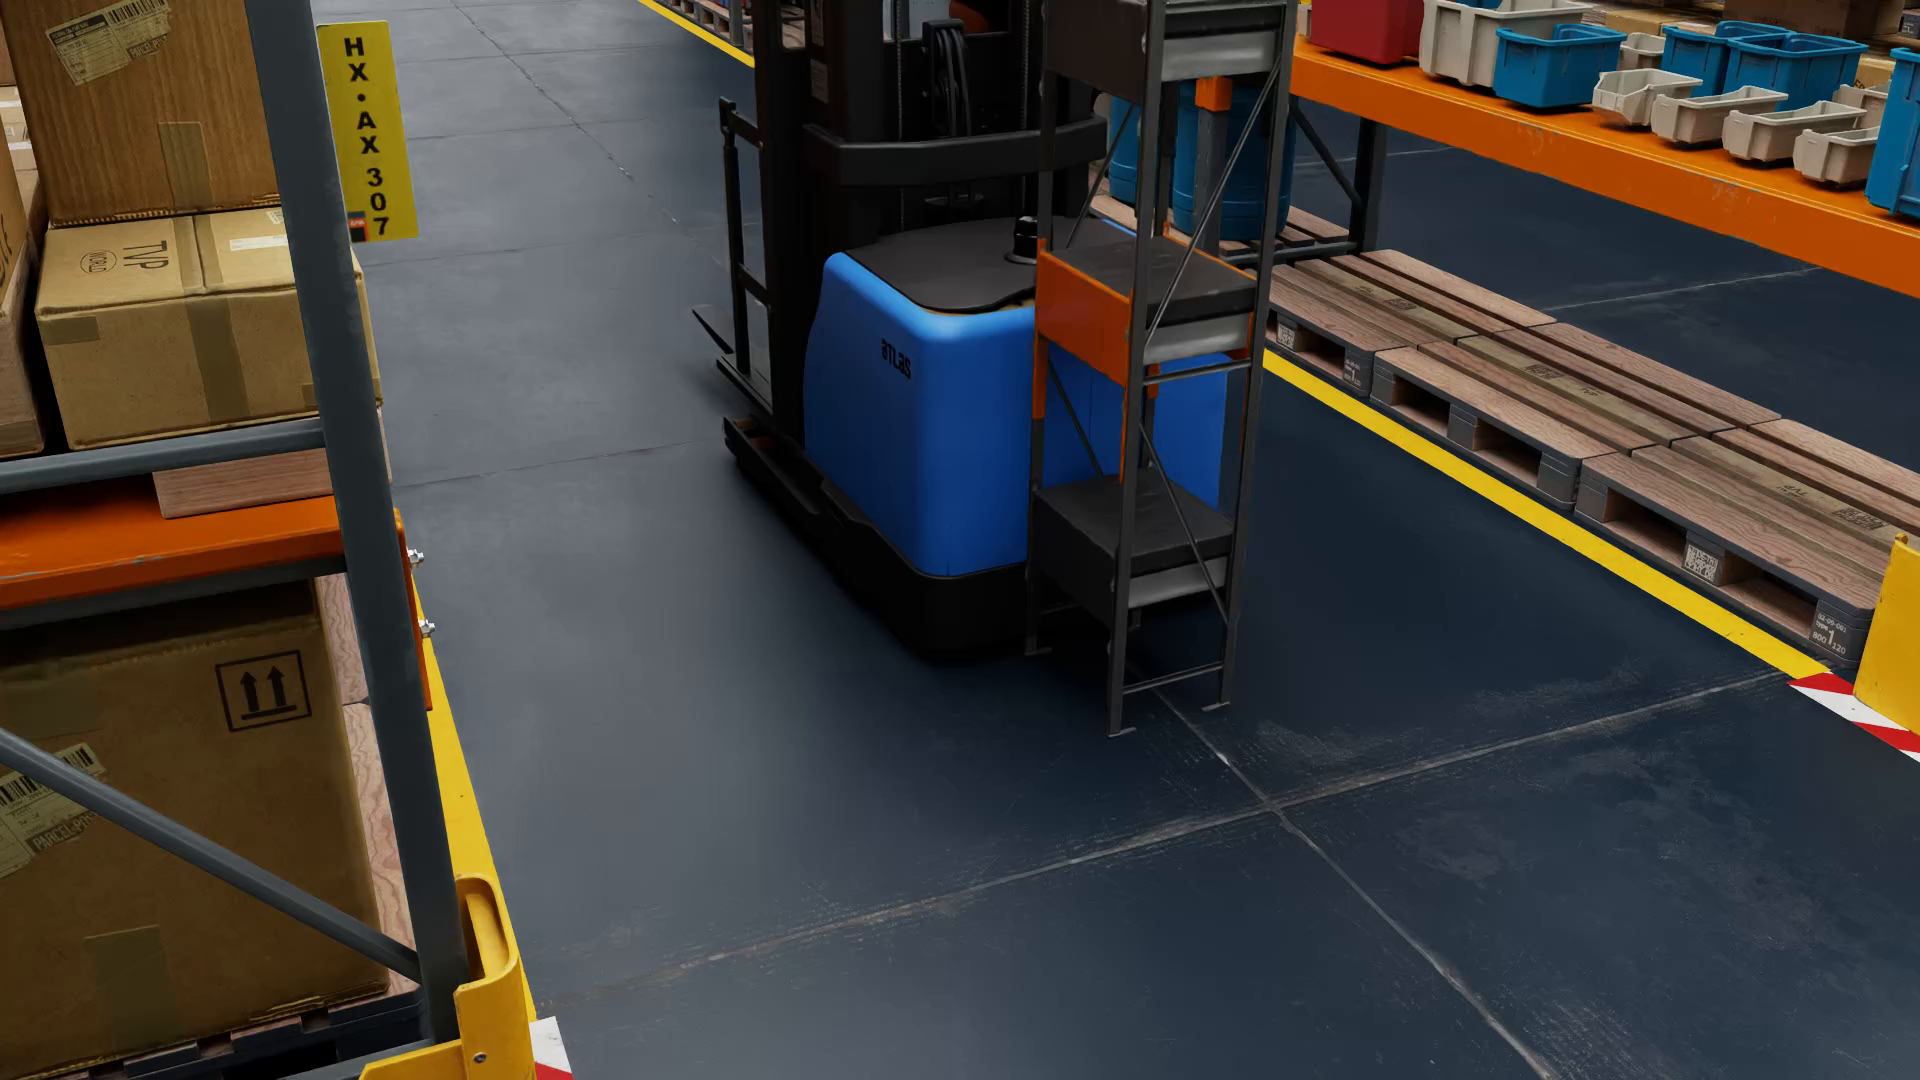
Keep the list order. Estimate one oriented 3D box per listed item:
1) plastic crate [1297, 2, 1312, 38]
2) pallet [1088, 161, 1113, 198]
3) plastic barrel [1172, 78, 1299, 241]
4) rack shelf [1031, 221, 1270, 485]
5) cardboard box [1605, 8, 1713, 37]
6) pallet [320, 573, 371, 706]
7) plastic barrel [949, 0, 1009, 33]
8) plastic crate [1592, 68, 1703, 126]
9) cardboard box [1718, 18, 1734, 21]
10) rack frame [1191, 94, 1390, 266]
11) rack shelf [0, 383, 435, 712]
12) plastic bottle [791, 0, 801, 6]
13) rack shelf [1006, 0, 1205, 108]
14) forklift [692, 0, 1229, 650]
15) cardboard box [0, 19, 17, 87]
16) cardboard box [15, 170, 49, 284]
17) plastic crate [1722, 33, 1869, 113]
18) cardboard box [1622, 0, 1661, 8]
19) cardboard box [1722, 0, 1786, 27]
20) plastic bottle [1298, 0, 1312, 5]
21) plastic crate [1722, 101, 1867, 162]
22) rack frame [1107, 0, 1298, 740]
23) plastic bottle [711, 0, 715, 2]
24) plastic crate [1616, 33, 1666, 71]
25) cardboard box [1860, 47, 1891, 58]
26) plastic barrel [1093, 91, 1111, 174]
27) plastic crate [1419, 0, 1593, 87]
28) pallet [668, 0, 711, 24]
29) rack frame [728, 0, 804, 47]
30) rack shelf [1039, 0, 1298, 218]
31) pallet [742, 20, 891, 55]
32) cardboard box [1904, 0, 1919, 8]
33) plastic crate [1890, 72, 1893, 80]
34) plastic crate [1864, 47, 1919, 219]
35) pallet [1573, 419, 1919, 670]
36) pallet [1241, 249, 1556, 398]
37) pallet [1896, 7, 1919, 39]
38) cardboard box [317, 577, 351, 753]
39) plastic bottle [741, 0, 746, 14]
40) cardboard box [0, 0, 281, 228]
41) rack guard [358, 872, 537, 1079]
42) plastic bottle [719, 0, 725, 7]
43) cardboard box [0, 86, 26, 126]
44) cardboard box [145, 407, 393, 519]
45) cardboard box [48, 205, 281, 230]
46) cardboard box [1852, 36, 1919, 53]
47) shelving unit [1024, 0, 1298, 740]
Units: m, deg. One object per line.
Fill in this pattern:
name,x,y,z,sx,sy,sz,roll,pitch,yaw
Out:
plastic crate,1.638,-2.255,7.183,0.396,0.136,0.243,-11,28,-21
pallet,0.842,-2.118,9.848,1.003,0.211,1.213,-11,28,-21
plastic barrel,1.390,-2.028,8.397,0.600,0.901,0.708,-11,28,-21
rack shelf,0.492,-0.510,4.421,0.431,0.518,0.480,-12,30,-23
cardboard box,4.898,-3.452,11.748,0.500,0.500,0.500,-11,28,-21
pallet,-2.262,0.358,4.775,1.003,0.211,1.213,-11,28,-21
plastic barrel,0.228,-3.193,10.866,0.600,0.830,0.708,-11,28,-21
plastic crate,2.303,-1.495,5.626,0.298,0.136,0.250,-11,28,-21
cardboard box,5.576,-3.341,11.522,0.500,0.500,0.500,-12,28,-23
rack frame,1.587,-2.559,7.573,1.000,3.000,0.127,-11,28,-21
rack shelf,-2.187,-0.578,4.334,1.077,0.370,4.000,-11,28,-21
plastic bottle,-1.516,-5.077,15.325,0.061,0.283,0.133,-11,28,-21
rack shelf,0.804,-3.044,9.385,1.077,0.370,4.000,-11,28,-21
forklift,-0.249,-1.610,5.707,1.130,2.935,3.031,-11,28,-22
cardboard box,-2.624,-1.465,4.309,0.500,0.500,0.500,-11,28,-22
cardboard box,-2.035,-0.515,3.217,0.500,0.250,0.500,-11,28,-21
plastic crate,2.845,-1.584,5.698,0.416,0.233,0.300,-11,28,-21
cardboard box,5.162,-3.761,12.382,0.500,0.500,0.500,-9,28,-19
cardboard box,5.593,-3.664,11.328,0.500,0.250,0.500,-11,28,-22
plastic bottle,1.732,-2.751,8.023,0.144,0.351,0.185,-11,28,-21
plastic crate,2.568,-1.271,5.166,0.396,0.136,0.243,-11,28,-21
rack frame,0.600,-0.422,4.220,0.400,2.100,0.015,-12,30,-23
plastic bottle,-2.264,-5.215,15.529,0.144,0.351,0.185,-11,28,-21
plastic crate,2.546,-1.817,6.284,0.293,0.136,0.466,-11,28,-21
cardboard box,5.504,-2.834,10.484,0.500,0.500,0.500,-10,28,-20
plastic barrel,0.974,-2.382,9.567,0.421,0.512,0.421,0,26,0
plastic crate,2.016,-1.885,6.259,0.437,0.282,0.530,-11,28,-21
pallet,-2.252,-5.308,16.380,1.003,0.211,1.213,-11,28,-21
rack frame,-1.545,-5.789,14.188,1.000,3.000,0.127,-11,28,-21
rack shelf,0.499,-1.134,4.103,0.431,0.518,0.480,-12,30,-23
pallet,-1.202,-4.226,14.164,1.003,0.211,1.213,-11,28,-21
cardboard box,8.807,-5.233,15.396,0.700,0.500,0.500,-10,28,-20
plastic crate,3.102,-1.318,5.154,0.416,0.233,0.300,-11,28,-21
plastic crate,2.851,-1.091,4.456,0.616,0.435,0.499,-11,28,-21
pallet,2.867,-0.031,5.573,1.003,0.211,1.213,-11,28,-21
pallet,1.911,-1.016,7.591,1.003,0.211,1.213,-11,28,-21
pallet,8.832,-4.939,15.625,1.003,0.211,1.213,-11,28,-21
cardboard box,-2.084,0.060,4.150,0.875,0.875,0.875,-11,28,-21
plastic bottle,-1.974,-4.822,14.896,0.097,0.201,0.097,0,26,0
cardboard box,-1.539,-0.939,3.231,0.500,0.500,0.500,-11,28,-22
rack guard,-1.394,1.039,3.051,1.175,0.500,0.348,-11,28,-21
plastic bottle,-2.138,-5.084,15.262,0.144,0.351,0.185,-12,29,-23
cardboard box,-2.443,-0.930,4.067,0.500,0.250,0.500,-11,28,-21
cardboard box,-1.239,-0.181,2.988,0.380,0.149,0.250,-10,28,-20
cardboard box,-1.553,-0.609,3.410,0.500,0.250,0.500,-11,28,-21
cardboard box,5.962,-2.934,10.688,0.500,0.500,0.500,-10,28,-20
shelving unit,0.493,-0.522,4.415,0.431,2.100,0.503,-12,30,-23
